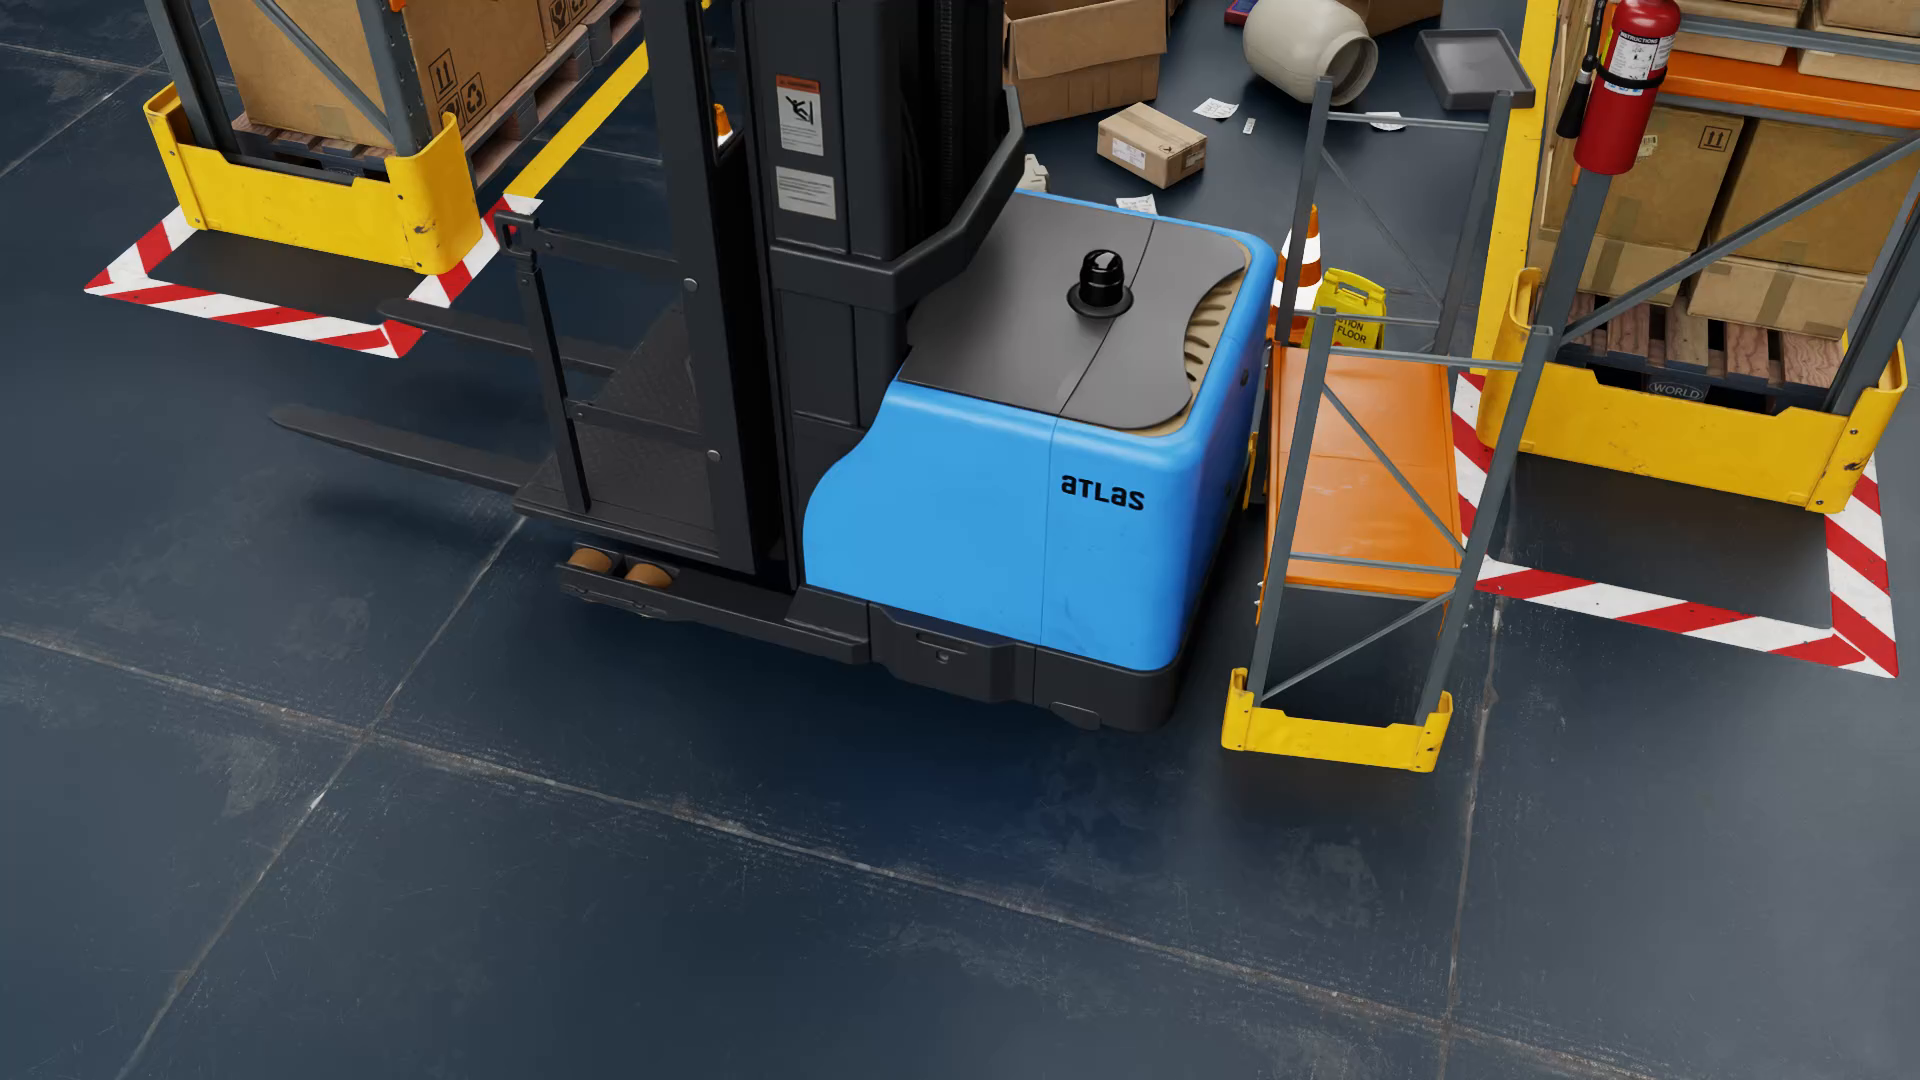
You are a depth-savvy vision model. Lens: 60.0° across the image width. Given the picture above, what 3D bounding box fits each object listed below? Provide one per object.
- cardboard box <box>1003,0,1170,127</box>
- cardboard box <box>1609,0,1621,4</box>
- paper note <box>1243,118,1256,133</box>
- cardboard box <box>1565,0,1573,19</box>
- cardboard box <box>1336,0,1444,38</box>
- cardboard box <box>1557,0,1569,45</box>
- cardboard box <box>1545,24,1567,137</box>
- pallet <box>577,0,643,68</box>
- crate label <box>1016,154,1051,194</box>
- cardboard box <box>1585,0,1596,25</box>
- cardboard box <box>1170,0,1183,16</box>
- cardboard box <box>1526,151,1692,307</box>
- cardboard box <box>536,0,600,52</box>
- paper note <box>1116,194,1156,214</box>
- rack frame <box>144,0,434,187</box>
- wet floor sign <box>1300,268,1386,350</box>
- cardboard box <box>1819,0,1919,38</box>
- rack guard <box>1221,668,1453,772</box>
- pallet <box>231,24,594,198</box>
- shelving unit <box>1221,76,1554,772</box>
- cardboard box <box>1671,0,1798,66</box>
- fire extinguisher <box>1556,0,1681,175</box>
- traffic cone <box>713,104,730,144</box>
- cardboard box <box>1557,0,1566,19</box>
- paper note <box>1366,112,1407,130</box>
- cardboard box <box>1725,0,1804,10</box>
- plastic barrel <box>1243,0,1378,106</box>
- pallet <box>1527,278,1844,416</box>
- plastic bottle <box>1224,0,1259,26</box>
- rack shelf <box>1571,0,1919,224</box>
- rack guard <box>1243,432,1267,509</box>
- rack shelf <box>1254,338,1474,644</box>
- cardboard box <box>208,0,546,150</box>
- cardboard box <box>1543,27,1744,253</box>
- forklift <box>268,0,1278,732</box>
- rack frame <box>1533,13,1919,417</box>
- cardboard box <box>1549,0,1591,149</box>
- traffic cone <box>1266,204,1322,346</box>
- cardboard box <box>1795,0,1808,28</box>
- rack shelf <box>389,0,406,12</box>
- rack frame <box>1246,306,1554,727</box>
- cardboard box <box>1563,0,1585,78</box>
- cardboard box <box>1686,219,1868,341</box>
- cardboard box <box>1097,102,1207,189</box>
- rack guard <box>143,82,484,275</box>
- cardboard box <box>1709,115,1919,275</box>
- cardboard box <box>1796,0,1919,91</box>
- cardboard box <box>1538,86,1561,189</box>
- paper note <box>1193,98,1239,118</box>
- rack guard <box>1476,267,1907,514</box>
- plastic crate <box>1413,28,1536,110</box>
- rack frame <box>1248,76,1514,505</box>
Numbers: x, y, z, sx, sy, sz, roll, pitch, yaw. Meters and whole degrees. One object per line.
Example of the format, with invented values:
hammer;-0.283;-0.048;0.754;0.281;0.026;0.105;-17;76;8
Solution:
cardboard box;0.429;-2.146;7.084;0.797;0.503;0.637;-16;47;-16
cardboard box;2.191;-1.729;5.052;0.380;0.149;0.250;12;46;12
paper note;1.224;-1.752;7.033;0.032;0.001;0.123;13;46;13
cardboard box;2.776;-2.393;6.680;0.500;0.500;0.500;15;46;15
cardboard box;1.900;-2.679;7.629;0.500;0.500;0.500;-24;49;-22
cardboard box;2.777;-2.117;6.934;0.500;0.250;0.500;12;46;12
cardboard box;2.616;-1.788;6.599;0.500;0.250;0.500;11;45;11
pallet;-1.899;-2.676;7.834;1.003;0.211;1.213;13;46;13
crate label;0.229;-1.414;6.597;0.250;0.136;0.298;-9;45;-9
cardboard box;2.352;-1.847;5.658;0.380;0.149;0.250;14;46;14
cardboard box;0.705;-2.820;7.675;0.797;0.637;0.503;13;46;13
cardboard box;2.306;-1.111;5.906;0.500;0.250;0.500;12;46;12
cardboard box;-2.031;-2.756;7.141;0.875;0.875;0.875;12;46;12
paper note;0.699;-1.322;6.579;0.148;0.019;0.142;-2;44;-2
rack frame;-2.438;-2.313;5.469;1.000;3.000;0.127;13;46;13
wet floor sign;1.233;-0.590;5.392;0.267;0.644;0.232;28;51;26
cardboard box;2.718;-1.731;4.590;0.500;0.500;0.500;12;46;12
rack guard;1.026;0.495;4.565;0.587;0.250;0.087;6;45;6
pallet;-2.270;-1.865;7.006;1.003;0.211;1.213;13;46;13
shelving unit;1.102;-0.296;4.480;0.587;1.500;1.083;6;45;6
cardboard box;2.220;-1.536;4.855;0.380;0.149;0.250;14;46;14
fire extinguisher;1.836;-1.325;4.515;0.296;0.674;0.183;13;46;13
traffic cone;-0.924;-1.459;6.410;0.336;0.463;0.334;13;46;13
cardboard box;2.935;-2.471;7.296;0.500;0.250;0.500;15;46;15
paper note;1.807;-1.784;7.051;0.142;0.019;0.148;-2;44;-2
cardboard box;2.212;-1.894;4.756;0.500;0.500;0.500;12;46;12
plastic barrel;1.493;-2.108;7.102;0.421;0.421;0.512;-24;49;-22
pallet;2.613;-0.920;6.039;1.003;0.211;1.213;13;46;13
plastic bottle;1.343;-2.485;7.745;0.133;0.061;0.283;20;48;19
rack shelf;2.916;-2.408;6.080;1.077;0.370;4.000;13;46;13
rack guard;1.178;-0.194;5.269;0.587;0.250;0.087;6;45;6
rack shelf;1.101;-0.161;4.599;0.538;0.185;1.000;6;45;6
cardboard box;-2.296;-2.169;6.541;0.875;0.875;0.875;13;46;13
cardboard box;2.304;-1.356;5.621;0.500;0.500;0.500;13;46;13
forklift;-0.687;-1.146;4.325;3.031;2.935;1.130;14;46;14
rack frame;2.310;-1.332;4.466;1.000;3.000;0.127;13;46;13
cardboard box;2.459;-1.705;5.977;0.500;0.500;0.500;14;46;14
traffic cone;1.211;-0.985;5.925;0.336;0.463;0.334;13;46;13
cardboard box;2.673;-1.596;4.916;0.380;0.149;0.250;13;46;13
rack shelf;-1.832;-3.389;7.083;1.077;0.370;4.000;13;46;13
rack frame;1.024;0.062;4.115;0.500;1.500;0.032;6;45;6
cardboard box;2.619;-2.040;6.319;0.500;0.500;0.500;12;46;12
cardboard box;2.818;-0.978;5.770;0.500;0.250;0.500;12;46;12
cardboard box;0.782;-1.614;6.793;0.250;0.149;0.380;-33;53;-29
rack guard;-2.445;-1.403;6.327;1.175;0.500;0.348;13;46;13
cardboard box;2.825;-1.262;5.525;0.500;0.500;0.500;11;45;11
cardboard box;2.610;-1.424;4.741;0.380;0.149;0.250;13;46;13
cardboard box;2.463;-1.438;6.241;0.500;0.250;0.500;13;46;13
paper note;1.100;-1.852;7.129;0.148;0.019;0.142;28;51;26
rack guard;2.333;-0.489;5.392;1.175;0.500;0.348;13;46;13
plastic crate;2.265;-2.081;7.320;0.402;0.080;0.583;-2;44;-2
rack frame;1.178;-0.641;4.833;0.500;1.500;0.032;6;45;6
